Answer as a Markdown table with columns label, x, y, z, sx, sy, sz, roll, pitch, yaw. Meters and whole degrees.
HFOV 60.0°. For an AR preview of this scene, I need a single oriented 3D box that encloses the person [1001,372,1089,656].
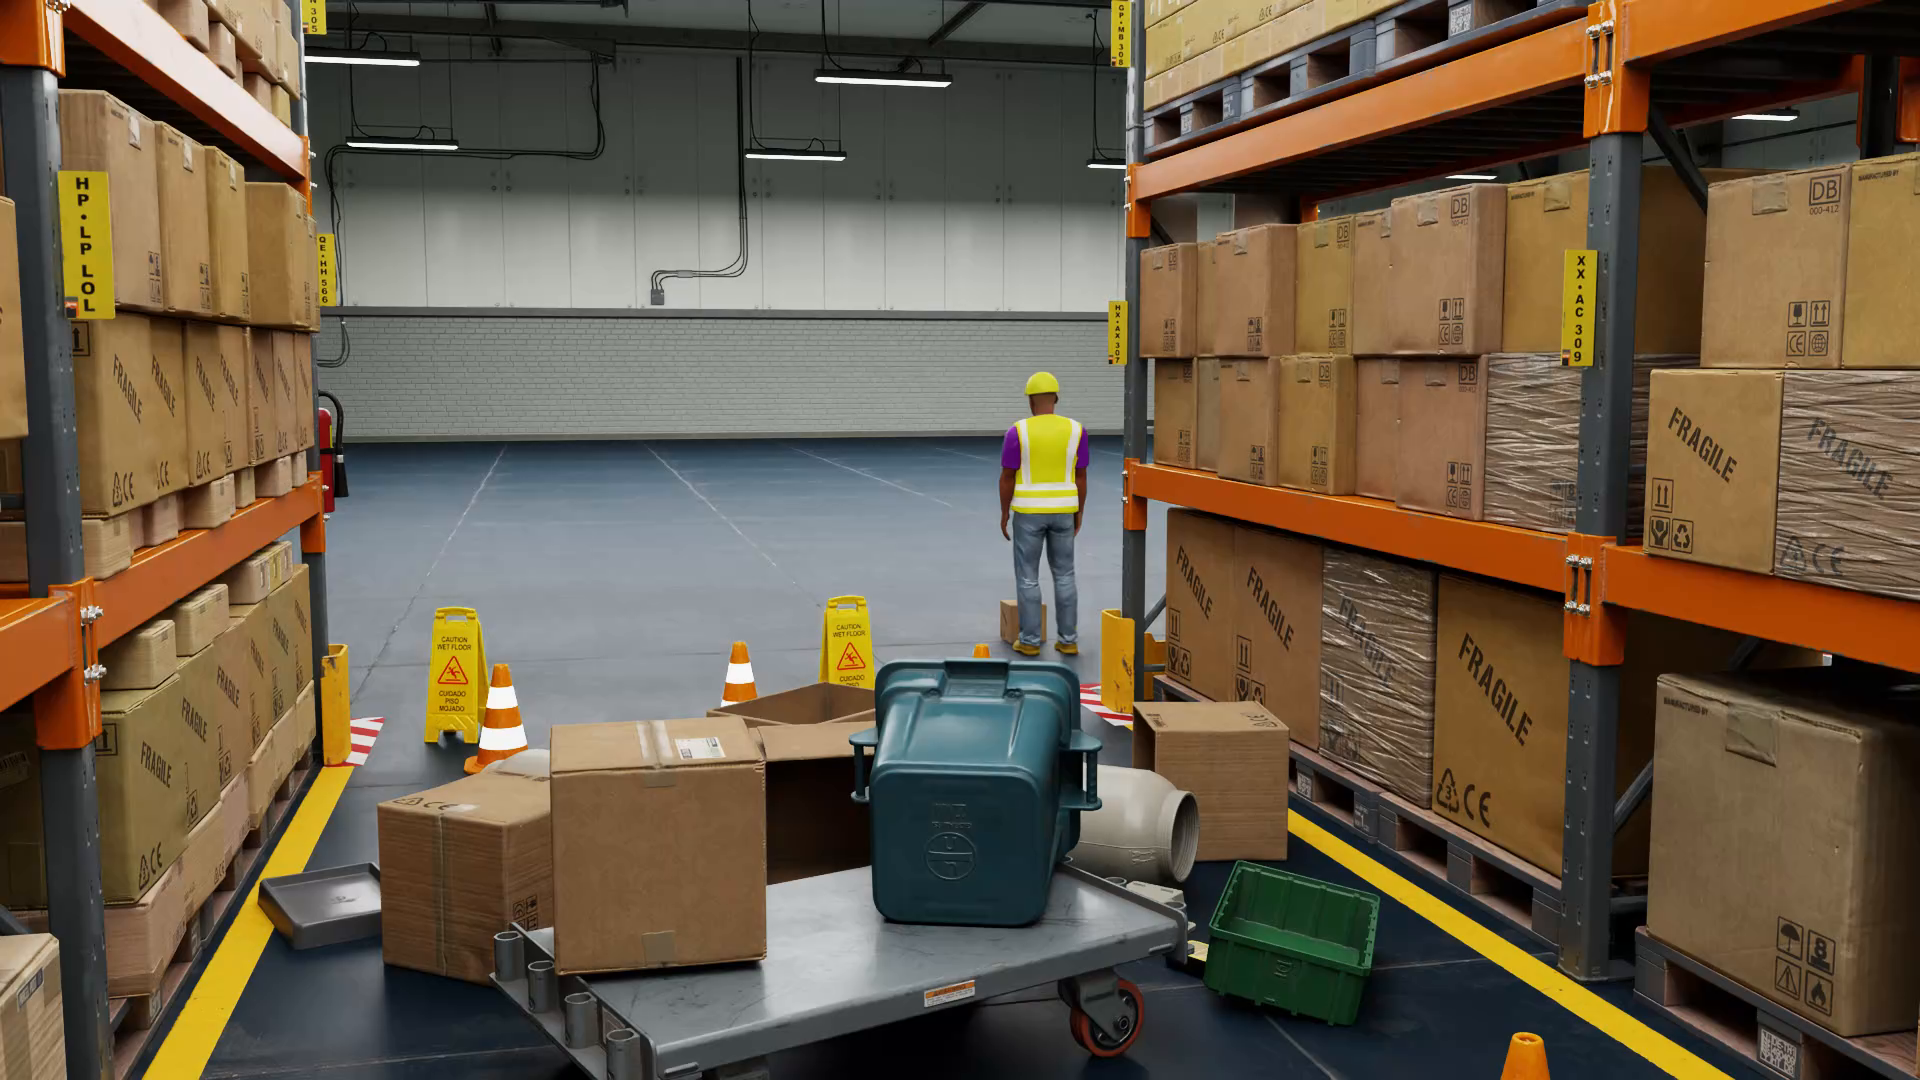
| label | x | y | z | sx | sy | sz | roll | pitch | yaw |
| --- | --- | --- | --- | --- | --- | --- | --- | --- | --- |
| person | 0.519 | -0.166 | 10.417 | 0.563 | 1.765 | 0.358 | -1 | 6 | -13 |
